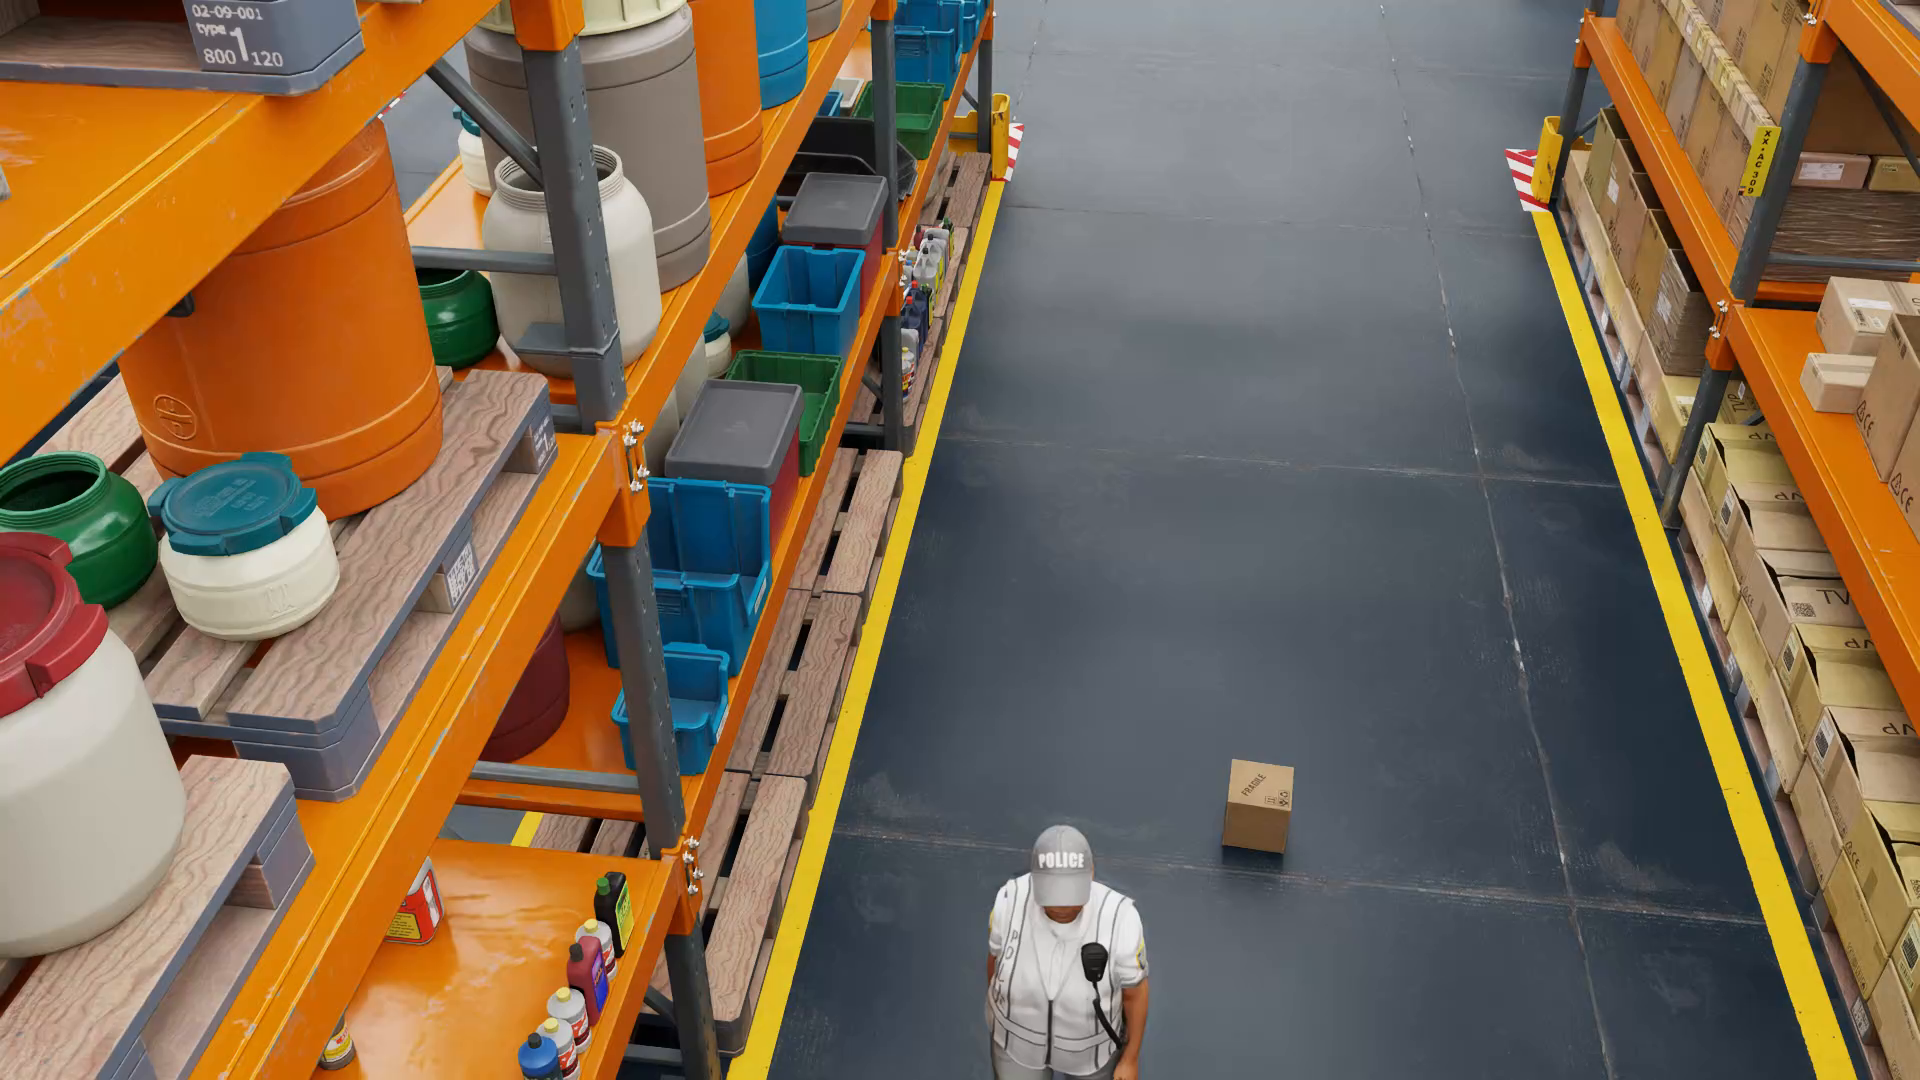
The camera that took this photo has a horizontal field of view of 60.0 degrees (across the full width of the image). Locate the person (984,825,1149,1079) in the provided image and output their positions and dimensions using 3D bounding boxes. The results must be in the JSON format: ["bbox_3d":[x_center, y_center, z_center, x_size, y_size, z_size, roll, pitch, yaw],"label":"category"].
[{"bbox_3d":[0.322,1.442,5.064,0.492,1.623,0.858,7,37,9],"label":"person"}]
